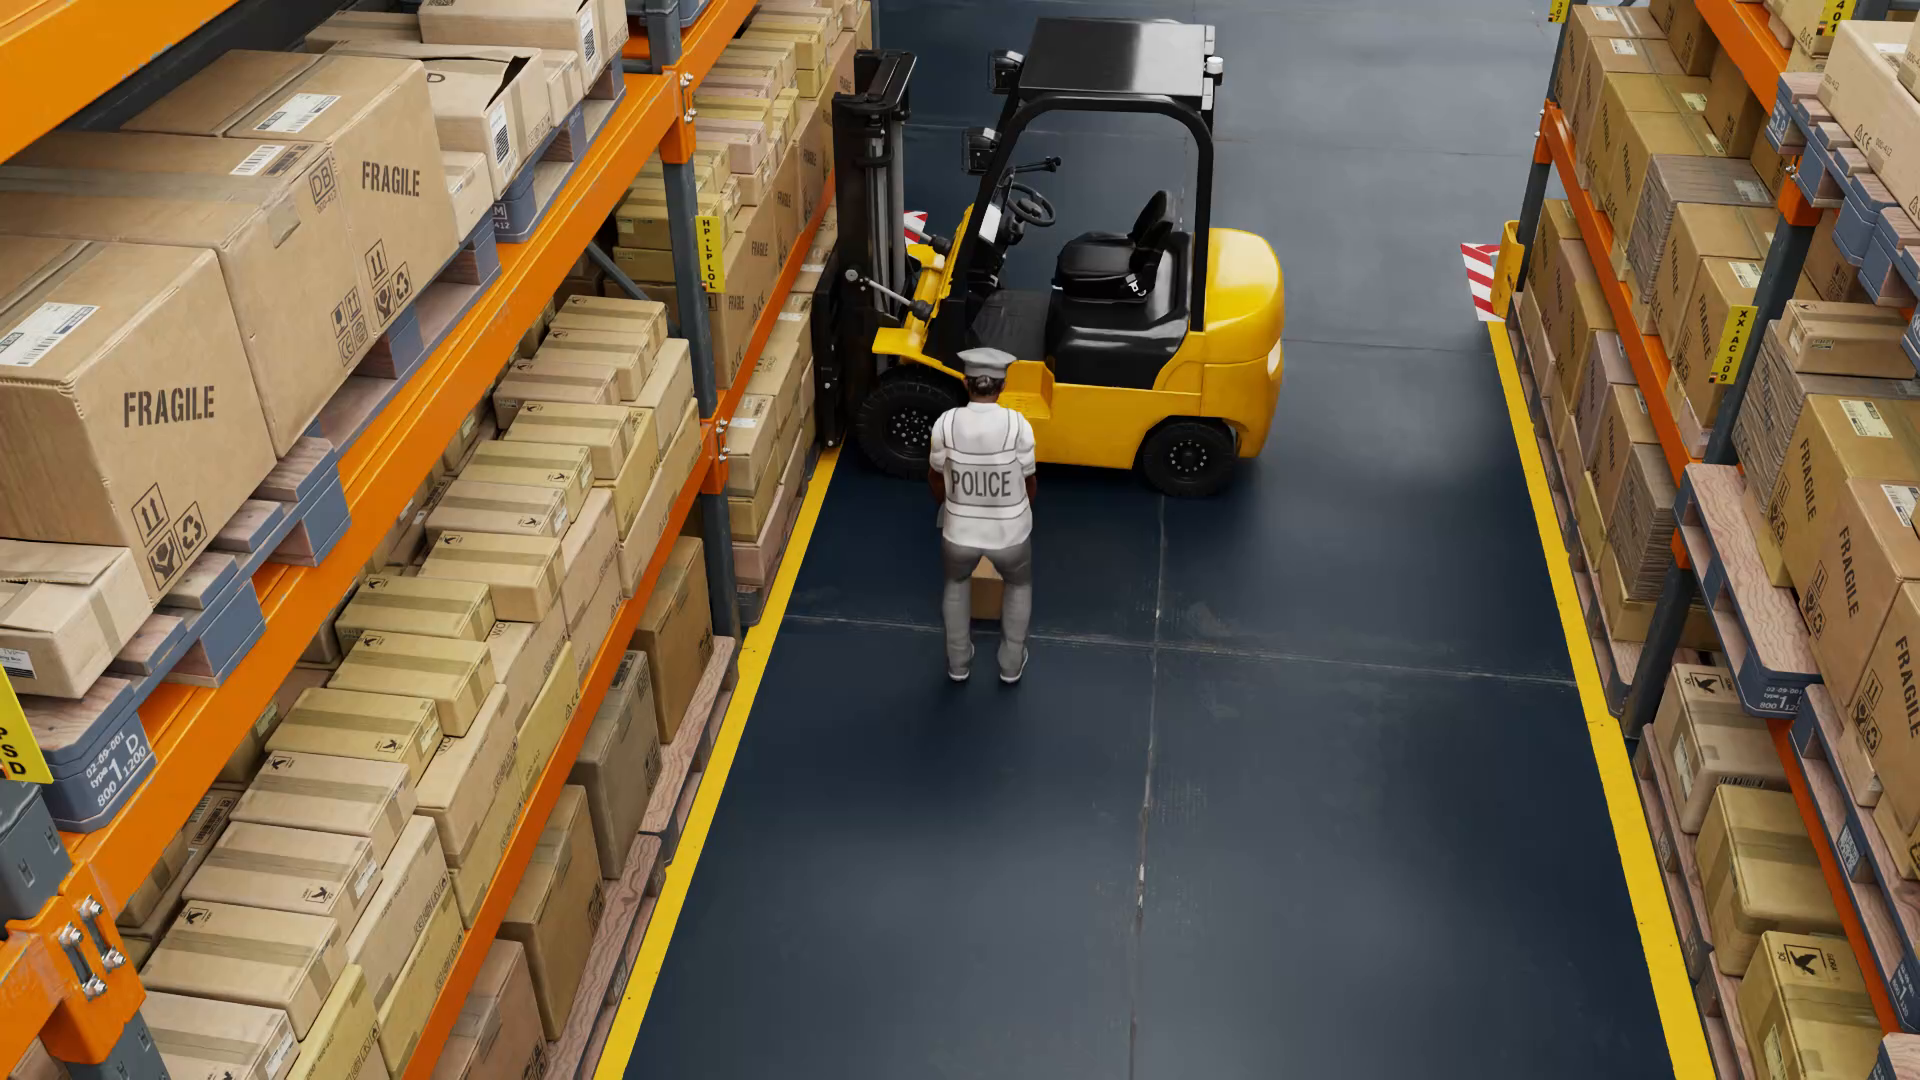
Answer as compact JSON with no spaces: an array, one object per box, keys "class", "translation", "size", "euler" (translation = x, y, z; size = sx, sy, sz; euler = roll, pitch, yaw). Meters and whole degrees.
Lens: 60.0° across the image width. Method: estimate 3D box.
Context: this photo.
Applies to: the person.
[{"class":"person","translation":[0.093,-0.074,7.210],"size":[0.469,1.591,0.500],"euler":[5,37,7]}]
